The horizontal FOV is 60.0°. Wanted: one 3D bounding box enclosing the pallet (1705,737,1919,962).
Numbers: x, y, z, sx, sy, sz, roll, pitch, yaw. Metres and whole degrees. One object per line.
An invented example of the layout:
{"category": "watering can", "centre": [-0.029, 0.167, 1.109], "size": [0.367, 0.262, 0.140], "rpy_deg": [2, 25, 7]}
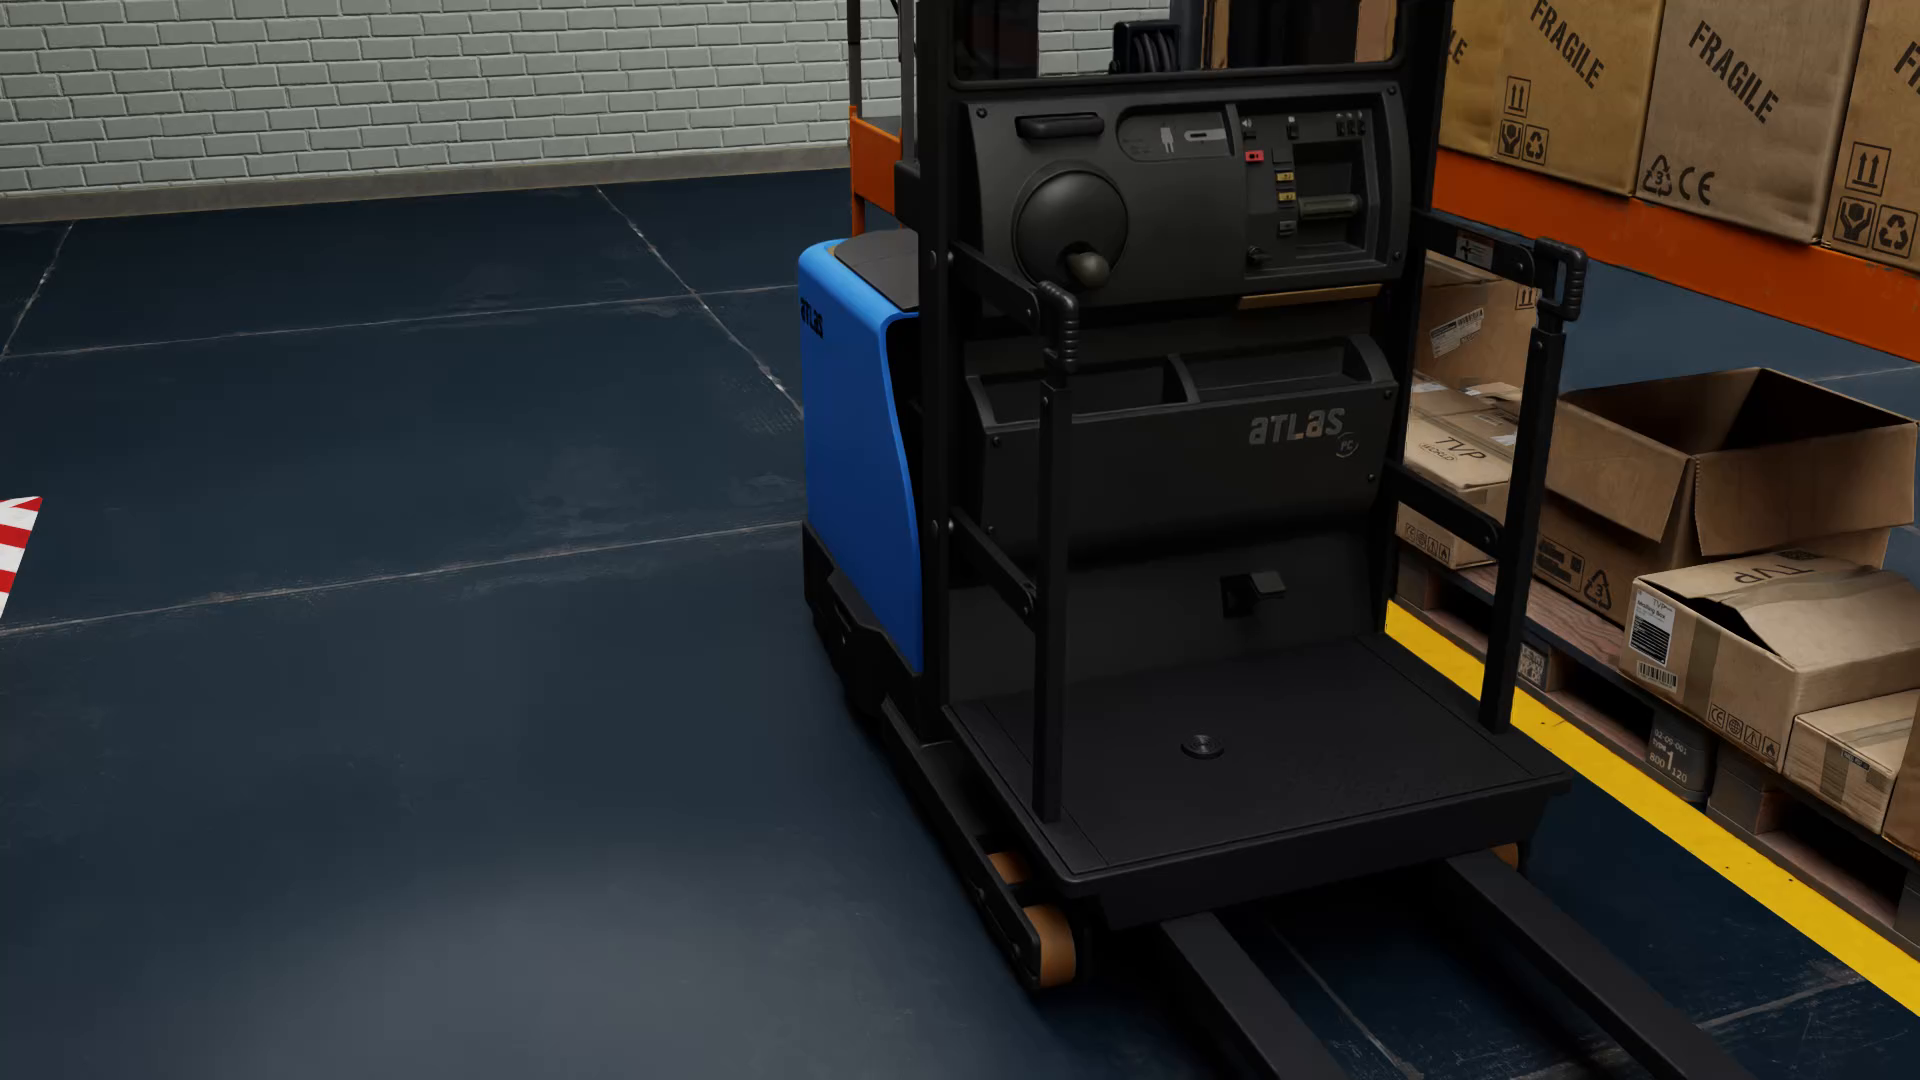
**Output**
{"category": "pallet", "centre": [2.362, 0.669, 3.392], "size": [1.003, 0.211, 1.213], "rpy_deg": [-8, 24, -19]}

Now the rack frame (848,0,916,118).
{"category": "rack frame", "centre": [-0.145, -1.116, 5.195], "size": [0.400, 2.100, 0.015], "rpy_deg": [-8, 24, -19]}

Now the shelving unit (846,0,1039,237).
{"category": "shelving unit", "centre": [-0.058, -1.028, 4.985], "size": [0.431, 2.100, 0.503], "rpy_deg": [-8, 24, -19]}

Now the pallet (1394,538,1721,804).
{"category": "pallet", "centre": [1.927, 0.225, 4.445], "size": [1.003, 0.211, 1.213], "rpy_deg": [-8, 24, -19]}

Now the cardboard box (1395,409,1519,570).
{"category": "cardboard box", "centre": [1.470, -0.156, 4.731], "size": [0.500, 0.250, 0.500], "rpy_deg": [-8, 24, -19]}

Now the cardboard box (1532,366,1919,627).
{"category": "cardboard box", "centre": [1.935, -0.101, 4.275], "size": [0.797, 0.503, 0.637], "rpy_deg": [-8, 24, -19]}

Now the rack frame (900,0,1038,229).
{"category": "rack frame", "centre": [0.028, -0.939, 4.775], "size": [0.400, 2.100, 0.015], "rpy_deg": [-8, 24, -19]}

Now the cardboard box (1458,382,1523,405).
{"category": "cardboard box", "centre": [1.672, -0.394, 5.404], "size": [0.380, 0.166, 0.250], "rpy_deg": [-8, 24, -19]}

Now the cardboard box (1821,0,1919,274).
{"category": "cardboard box", "centre": [2.003, -0.746, 3.030], "size": [0.500, 0.500, 0.500], "rpy_deg": [-8, 24, -17]}

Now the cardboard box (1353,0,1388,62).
{"category": "cardboard box", "centre": [1.288, -1.482, 4.775], "size": [0.500, 0.500, 0.500], "rpy_deg": [-9, 24, -20]}

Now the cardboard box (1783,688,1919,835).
{"category": "cardboard box", "centre": [1.948, 0.448, 3.428], "size": [0.380, 0.149, 0.250], "rpy_deg": [-8, 24, -19]}

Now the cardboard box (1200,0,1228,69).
{"category": "cardboard box", "centre": [1.100, -1.669, 5.218], "size": [0.500, 0.500, 0.500], "rpy_deg": [-8, 24, -18]}

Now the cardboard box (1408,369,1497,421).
{"category": "cardboard box", "centre": [1.294, -0.337, 5.162], "size": [0.500, 0.250, 0.500], "rpy_deg": [-8, 24, -19]}

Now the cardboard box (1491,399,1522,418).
{"category": "cardboard box", "centre": [1.920, -0.243, 4.937], "size": [0.500, 0.250, 0.500], "rpy_deg": [-8, 24, -19]}

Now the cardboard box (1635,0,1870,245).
{"category": "cardboard box", "centre": [1.820, -0.933, 3.472], "size": [0.500, 0.500, 0.500], "rpy_deg": [-8, 24, -18]}

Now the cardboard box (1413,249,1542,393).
{"category": "cardboard box", "centre": [1.613, -0.707, 5.717], "size": [0.500, 0.500, 0.500], "rpy_deg": [-8, 24, -19]}

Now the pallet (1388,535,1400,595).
{"category": "pallet", "centre": [1.500, -0.218, 5.495], "size": [1.003, 0.211, 1.213], "rpy_deg": [-8, 24, -19]}

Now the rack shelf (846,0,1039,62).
{"category": "rack shelf", "centre": [-0.058, -1.660, 4.718], "size": [0.431, 0.518, 0.480], "rpy_deg": [-8, 24, -19]}

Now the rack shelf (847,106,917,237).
{"category": "rack shelf", "centre": [-0.058, -1.015, 4.990], "size": [0.431, 0.518, 0.480], "rpy_deg": [-8, 24, -19]}

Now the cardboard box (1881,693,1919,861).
{"category": "cardboard box", "centre": [2.137, 0.414, 3.057], "size": [0.500, 0.500, 0.500], "rpy_deg": [-8, 24, -19]}

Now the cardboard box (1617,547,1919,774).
{"category": "cardboard box", "centre": [1.872, 0.229, 3.740], "size": [0.500, 0.311, 0.500], "rpy_deg": [-8, 24, -19]}

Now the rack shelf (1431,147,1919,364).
{"category": "rack shelf", "centre": [1.897, -0.762, 4.122], "size": [1.077, 0.370, 4.000], "rpy_deg": [-8, 24, -19]}

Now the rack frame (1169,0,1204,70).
{"category": "rack frame", "centre": [1.190, -1.820, 5.706], "size": [1.000, 3.000, 0.127], "rpy_deg": [-8, 24, -19]}

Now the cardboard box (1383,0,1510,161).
{"category": "cardboard box", "centre": [1.462, -1.299, 4.341], "size": [0.500, 0.500, 0.500], "rpy_deg": [-8, 24, -19]}

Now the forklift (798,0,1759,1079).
{"category": "forklift", "centre": [0.536, -0.666, 3.055], "size": [1.130, 2.935, 3.031], "rpy_deg": [-8, 24, -18]}

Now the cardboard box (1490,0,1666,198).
{"category": "cardboard box", "centre": [1.637, -1.117, 3.910], "size": [0.500, 0.500, 0.500], "rpy_deg": [-8, 24, -18]}
